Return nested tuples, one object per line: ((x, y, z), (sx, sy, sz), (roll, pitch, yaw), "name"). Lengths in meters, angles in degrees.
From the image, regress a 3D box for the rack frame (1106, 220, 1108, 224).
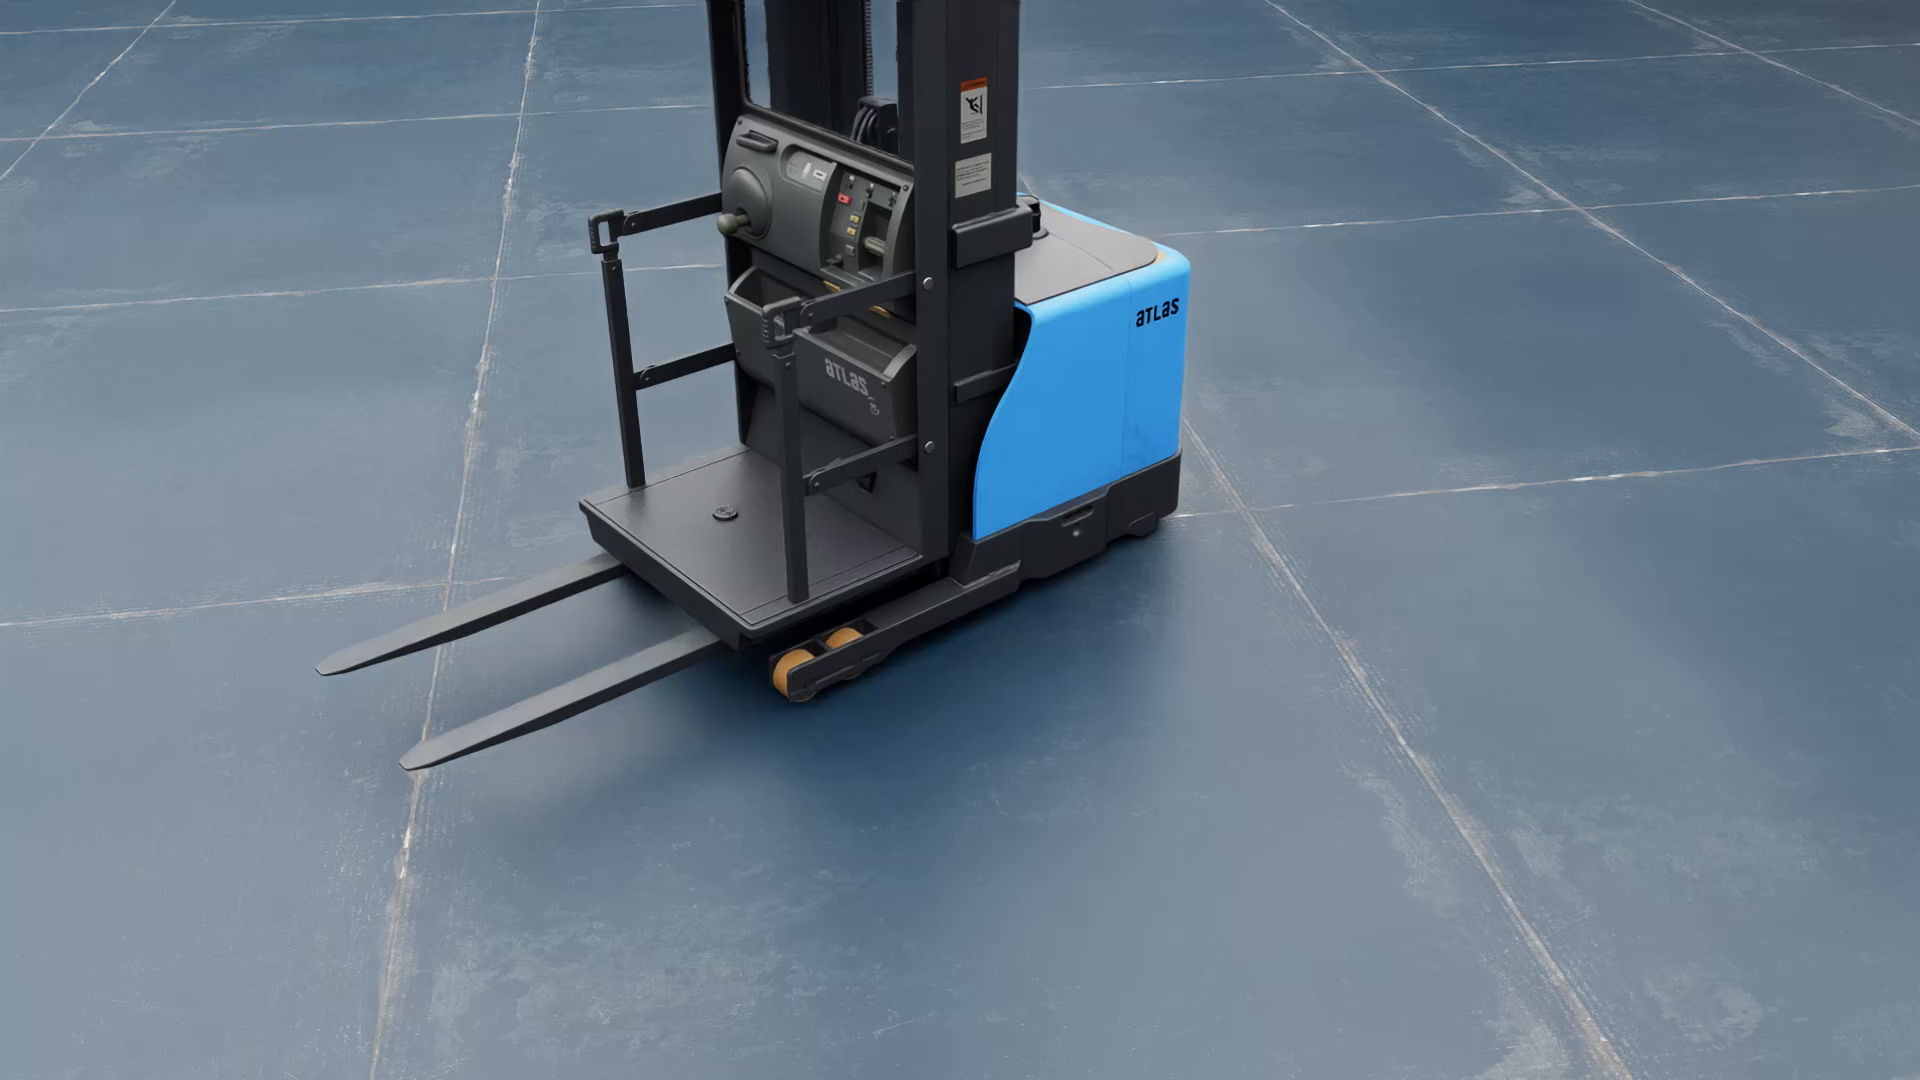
((0.586, -0.831, 6.776), (0.006, 0.900, 0.240), (0, 30, -1), "rack frame")

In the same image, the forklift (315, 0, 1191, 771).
((-0.623, -1.043, 5.132), (3.031, 2.935, 1.130), (-23, 38, -34), "forklift")

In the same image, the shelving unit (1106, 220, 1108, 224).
((0.484, -0.831, 6.775), (0.210, 0.900, 0.258), (0, 30, -1), "shelving unit")
